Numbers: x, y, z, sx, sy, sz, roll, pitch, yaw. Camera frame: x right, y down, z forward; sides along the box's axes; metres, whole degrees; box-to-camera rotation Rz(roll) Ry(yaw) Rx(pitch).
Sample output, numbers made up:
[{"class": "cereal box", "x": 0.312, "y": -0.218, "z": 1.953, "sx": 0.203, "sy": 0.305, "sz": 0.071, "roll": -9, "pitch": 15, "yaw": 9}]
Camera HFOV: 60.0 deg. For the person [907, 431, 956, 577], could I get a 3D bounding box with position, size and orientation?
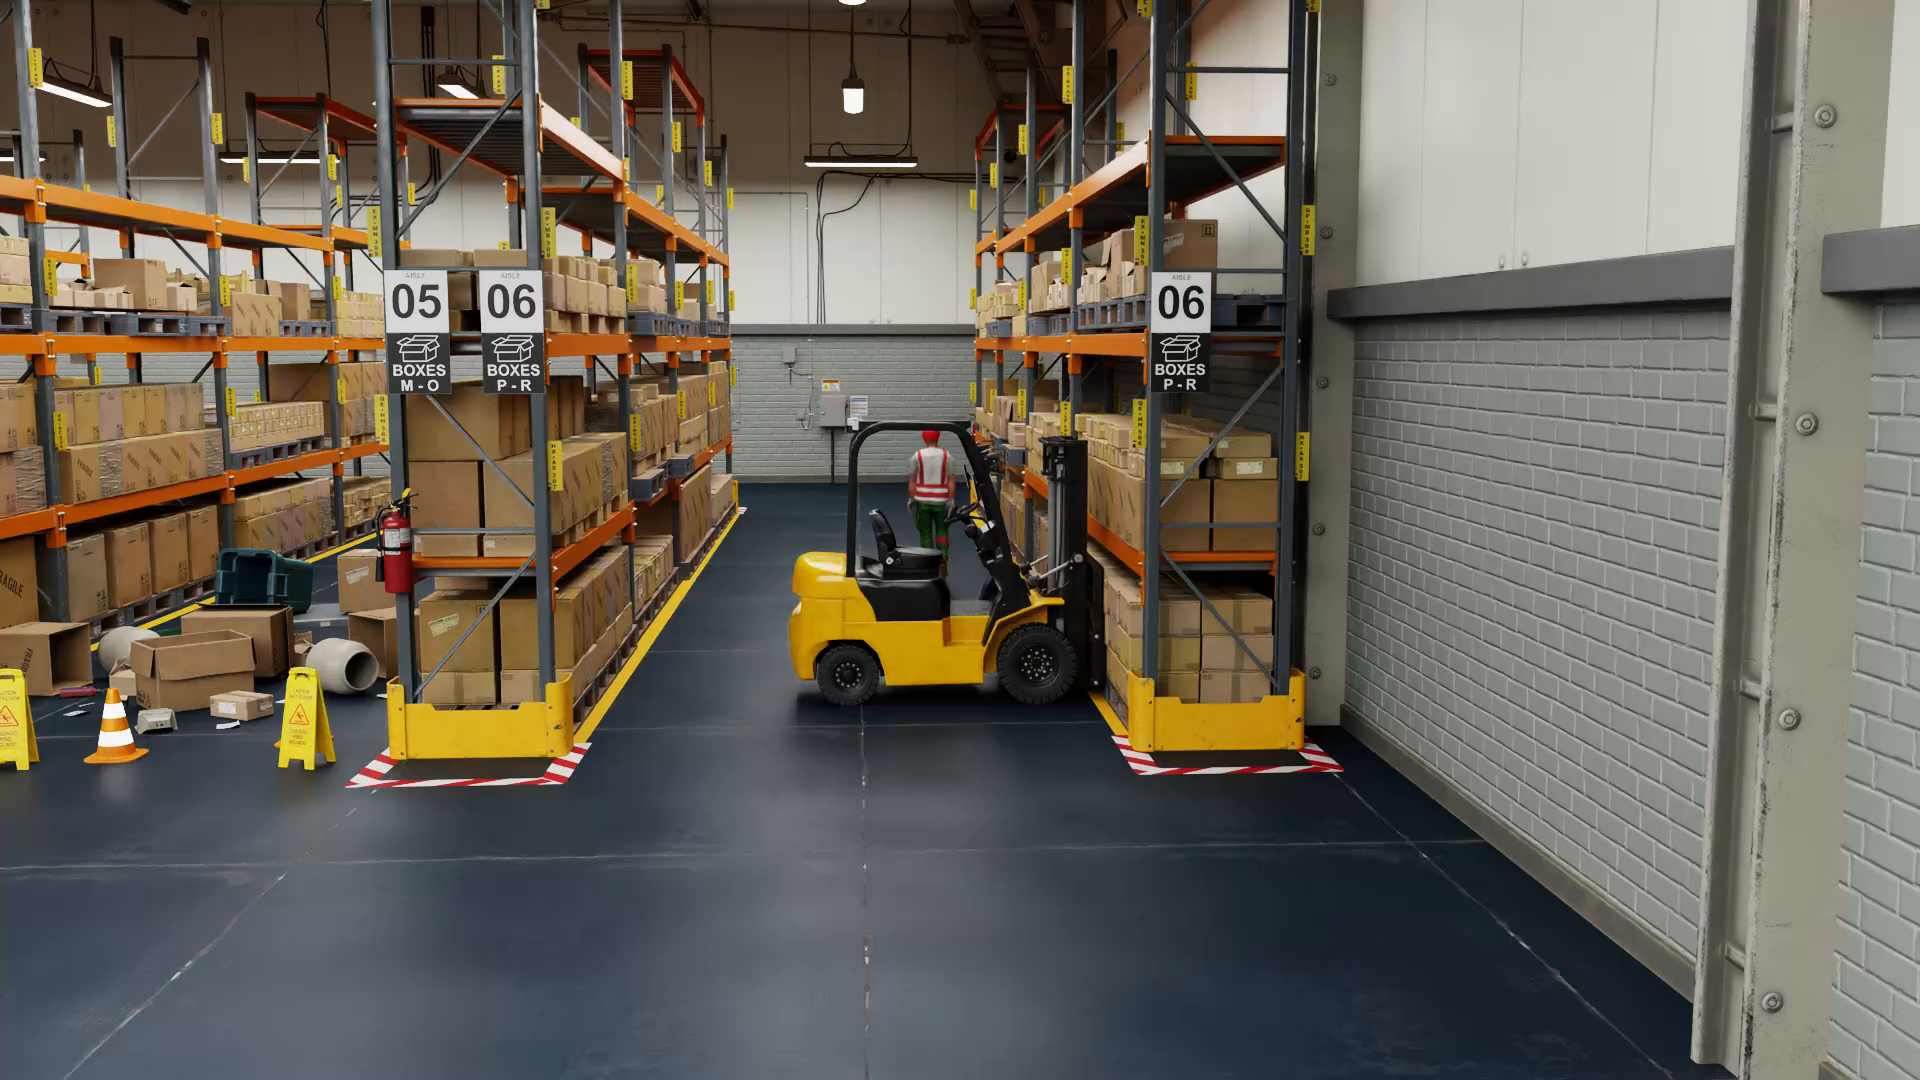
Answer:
[{"class": "person", "x": -0.333, "y": -0.441, "z": 19.120, "sx": 0.542, "sy": 1.784, "sz": 0.461, "roll": -1, "pitch": 7, "yaw": -9}]
